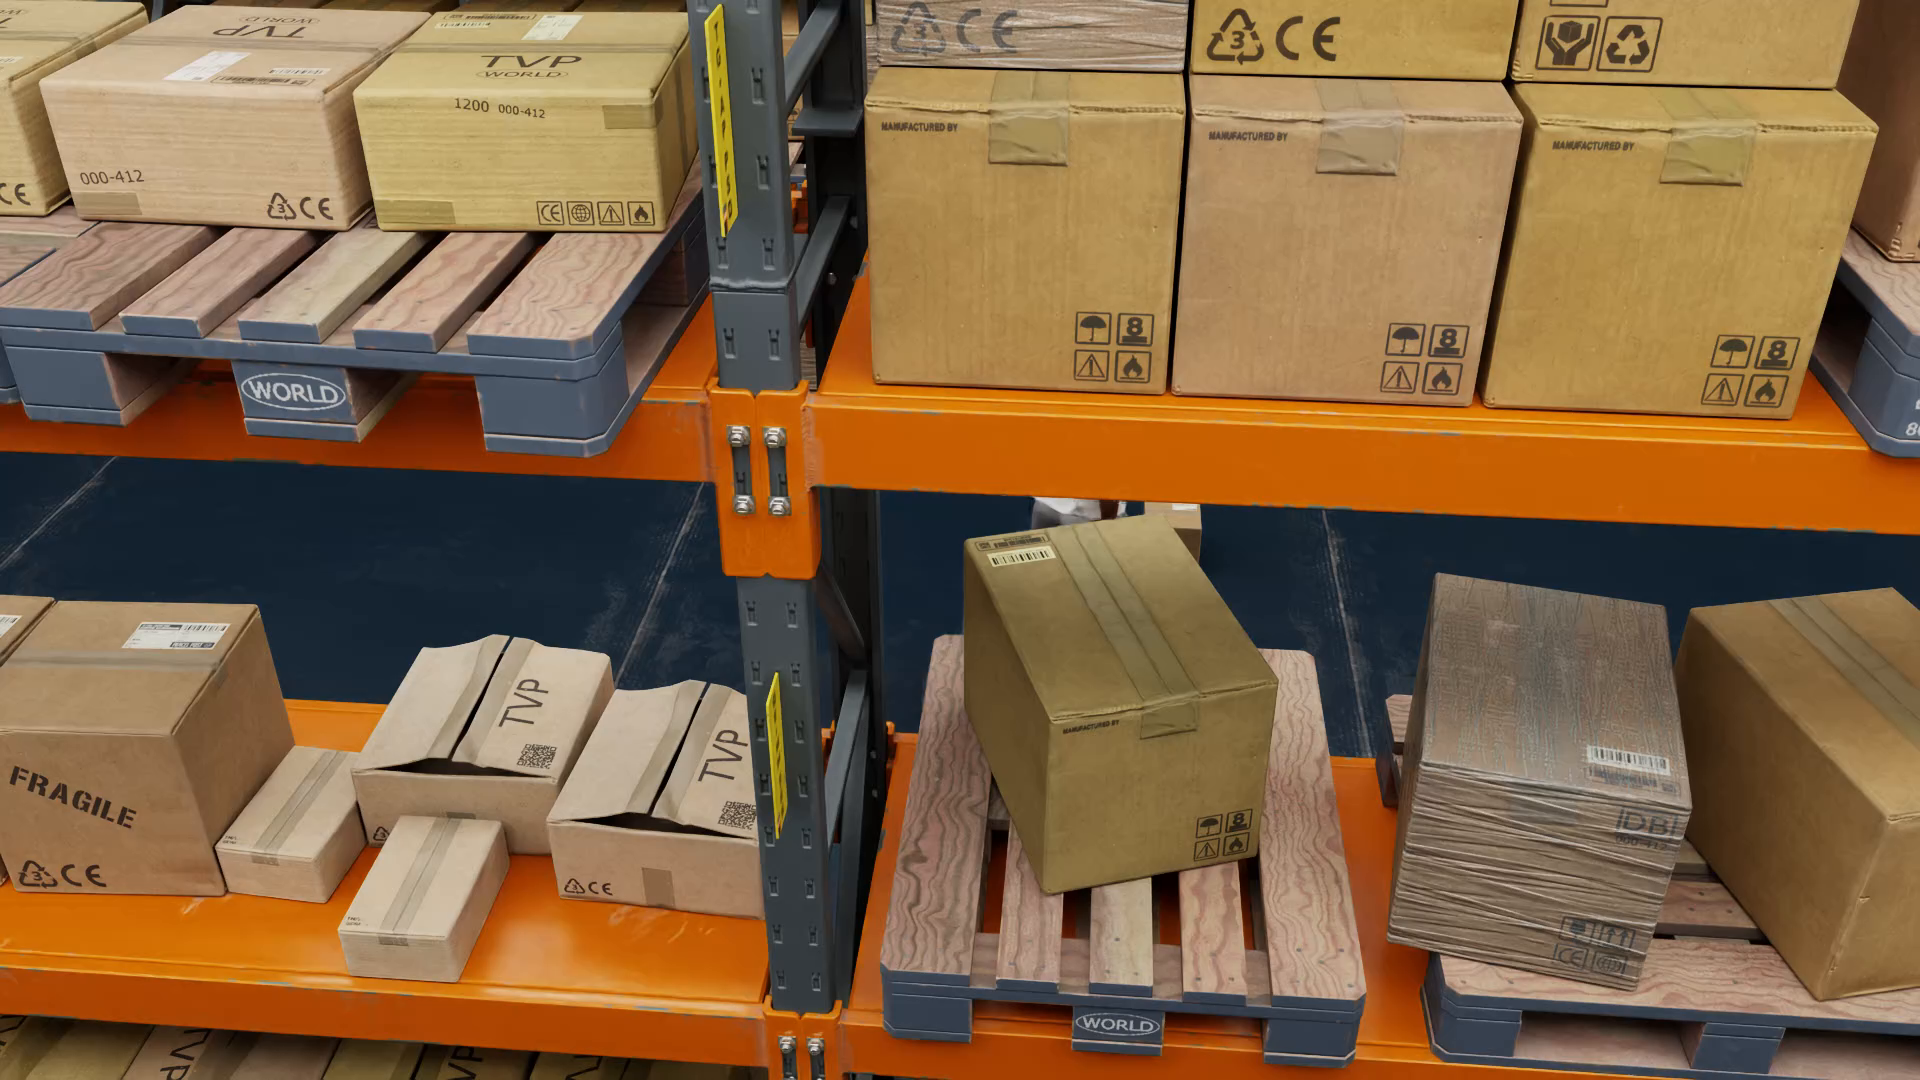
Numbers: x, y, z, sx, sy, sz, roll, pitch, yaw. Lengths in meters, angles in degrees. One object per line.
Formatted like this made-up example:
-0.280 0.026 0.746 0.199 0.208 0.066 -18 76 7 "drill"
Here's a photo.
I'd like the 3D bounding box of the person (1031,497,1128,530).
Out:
0.364 -0.115 6.334 0.738 1.623 0.542 -21 38 -29 "person"
